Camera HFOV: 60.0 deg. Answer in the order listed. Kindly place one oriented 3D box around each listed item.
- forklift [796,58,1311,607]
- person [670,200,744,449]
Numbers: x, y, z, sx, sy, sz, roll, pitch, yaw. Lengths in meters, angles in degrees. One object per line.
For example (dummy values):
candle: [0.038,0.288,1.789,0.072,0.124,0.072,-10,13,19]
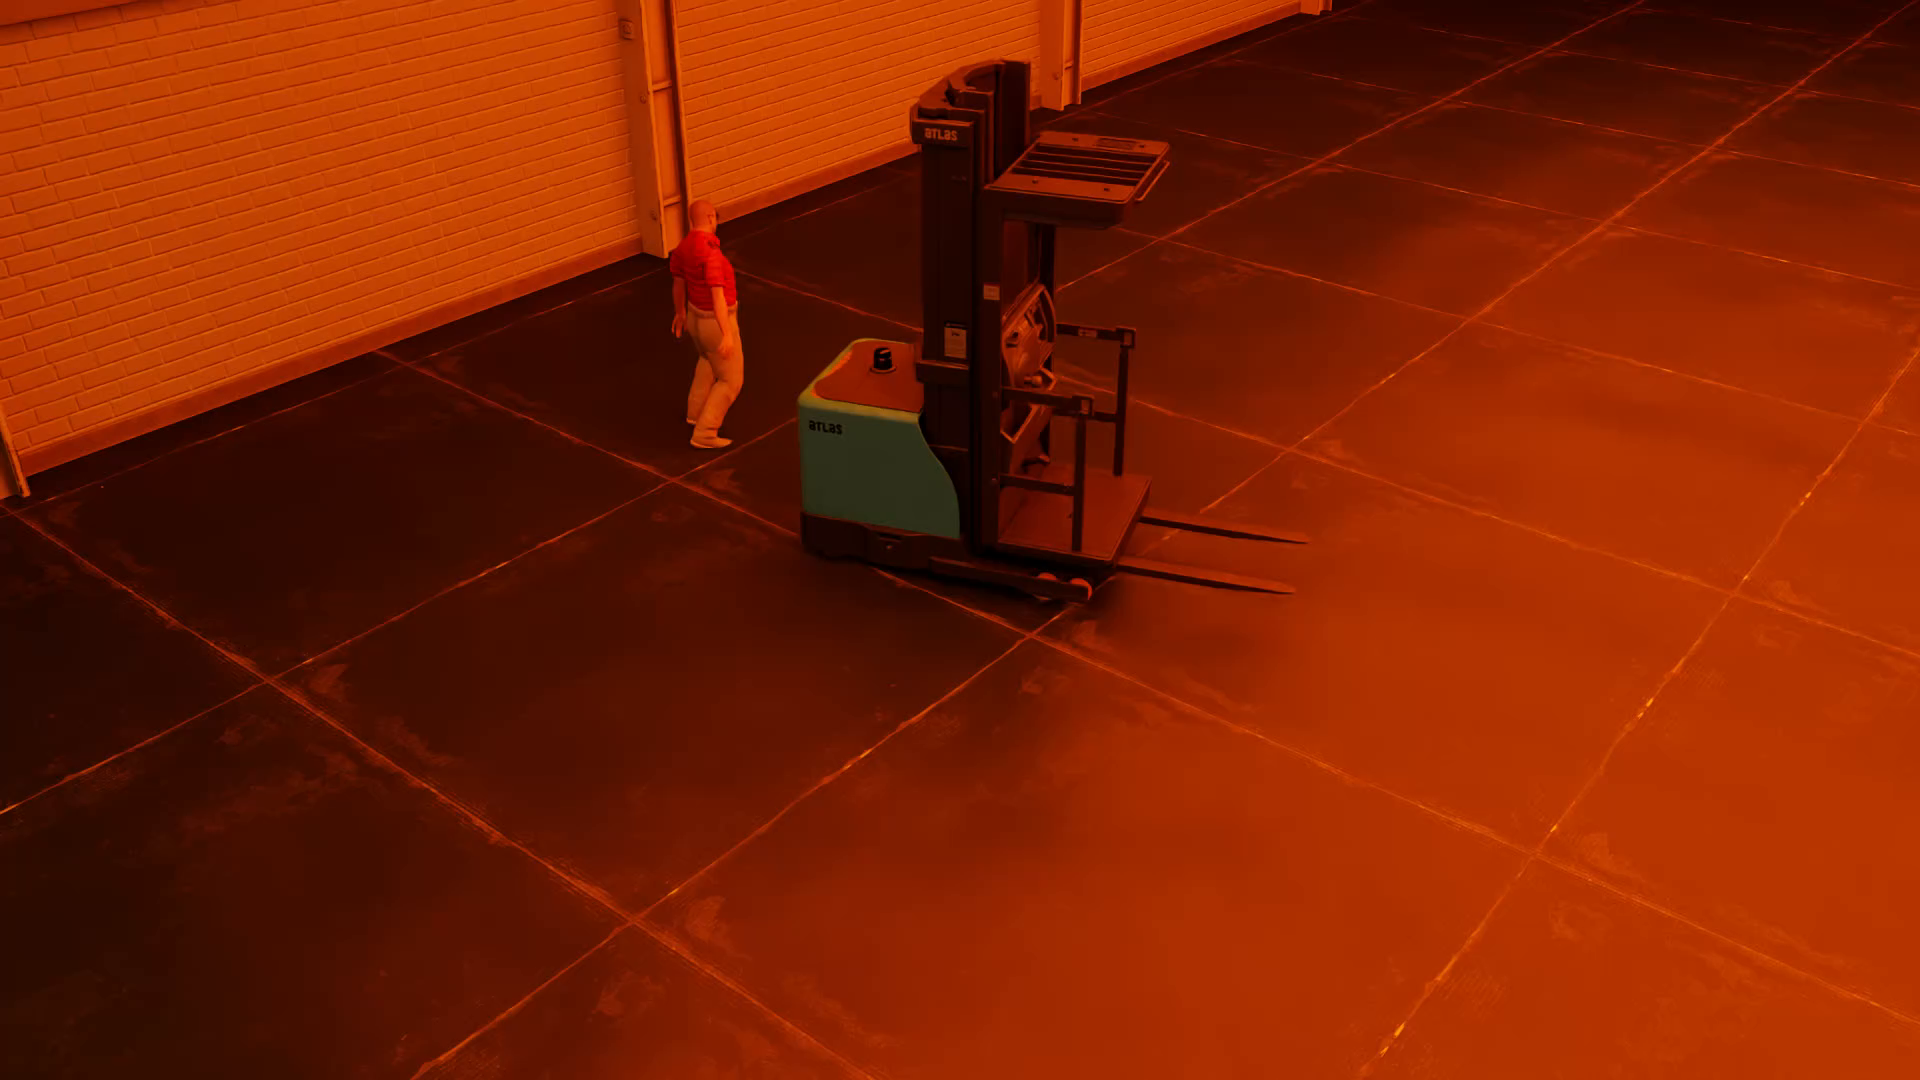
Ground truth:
forklift: [0.587,-1.172,9.601,3.031,2.935,1.130,10,32,16]
person: [-1.739,-1.449,11.392,0.494,1.715,0.888,-18,35,-28]
